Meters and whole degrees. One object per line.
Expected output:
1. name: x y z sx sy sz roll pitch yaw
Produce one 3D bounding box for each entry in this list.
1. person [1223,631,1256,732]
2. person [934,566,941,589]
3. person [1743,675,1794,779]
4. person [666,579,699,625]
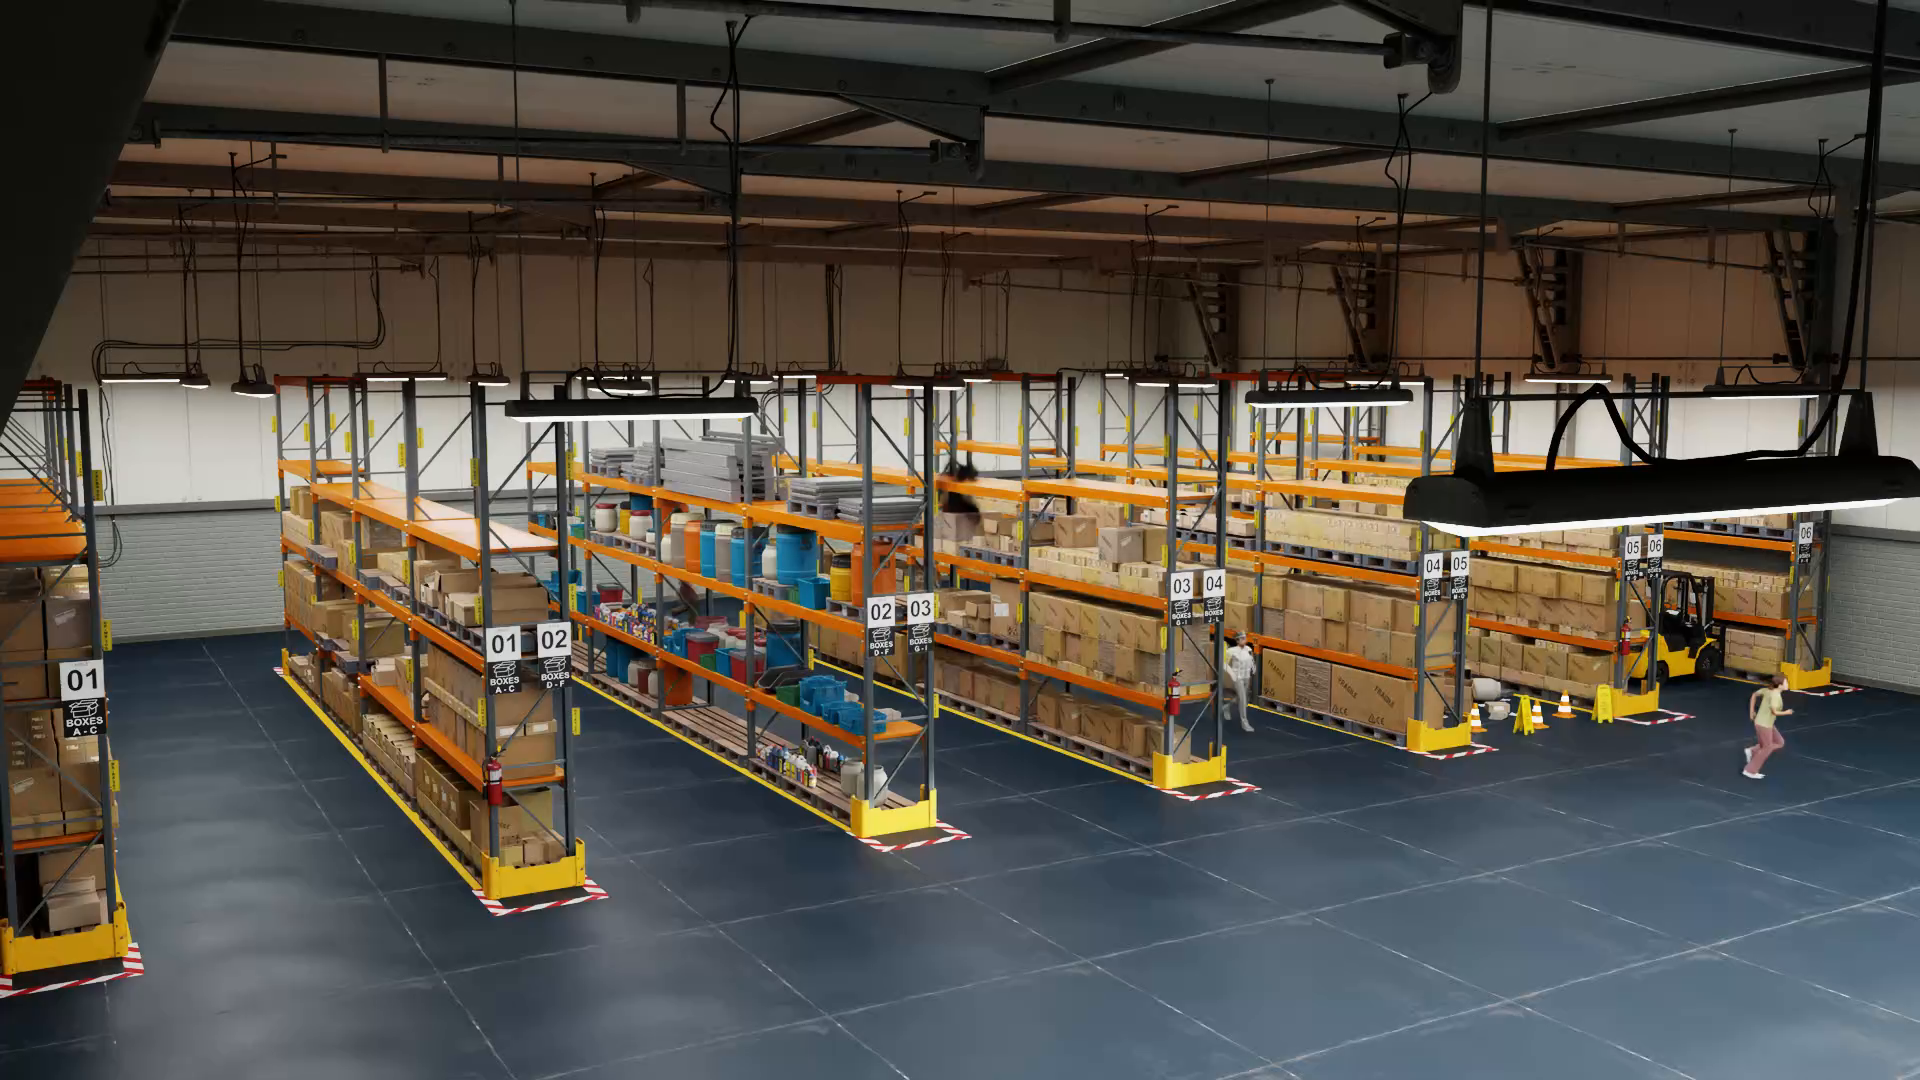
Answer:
1. person: 4.776 2.364 28.376 0.610 1.694 0.840 -4 7 -30
2. person: -0.691 1.265 38.207 0.665 1.852 0.774 -3 7 -23
3. person: 12.170 2.812 25.010 0.646 1.604 0.562 2 7 19
4. person: -6.445 1.199 39.015 0.850 1.741 0.718 -2 7 -21
